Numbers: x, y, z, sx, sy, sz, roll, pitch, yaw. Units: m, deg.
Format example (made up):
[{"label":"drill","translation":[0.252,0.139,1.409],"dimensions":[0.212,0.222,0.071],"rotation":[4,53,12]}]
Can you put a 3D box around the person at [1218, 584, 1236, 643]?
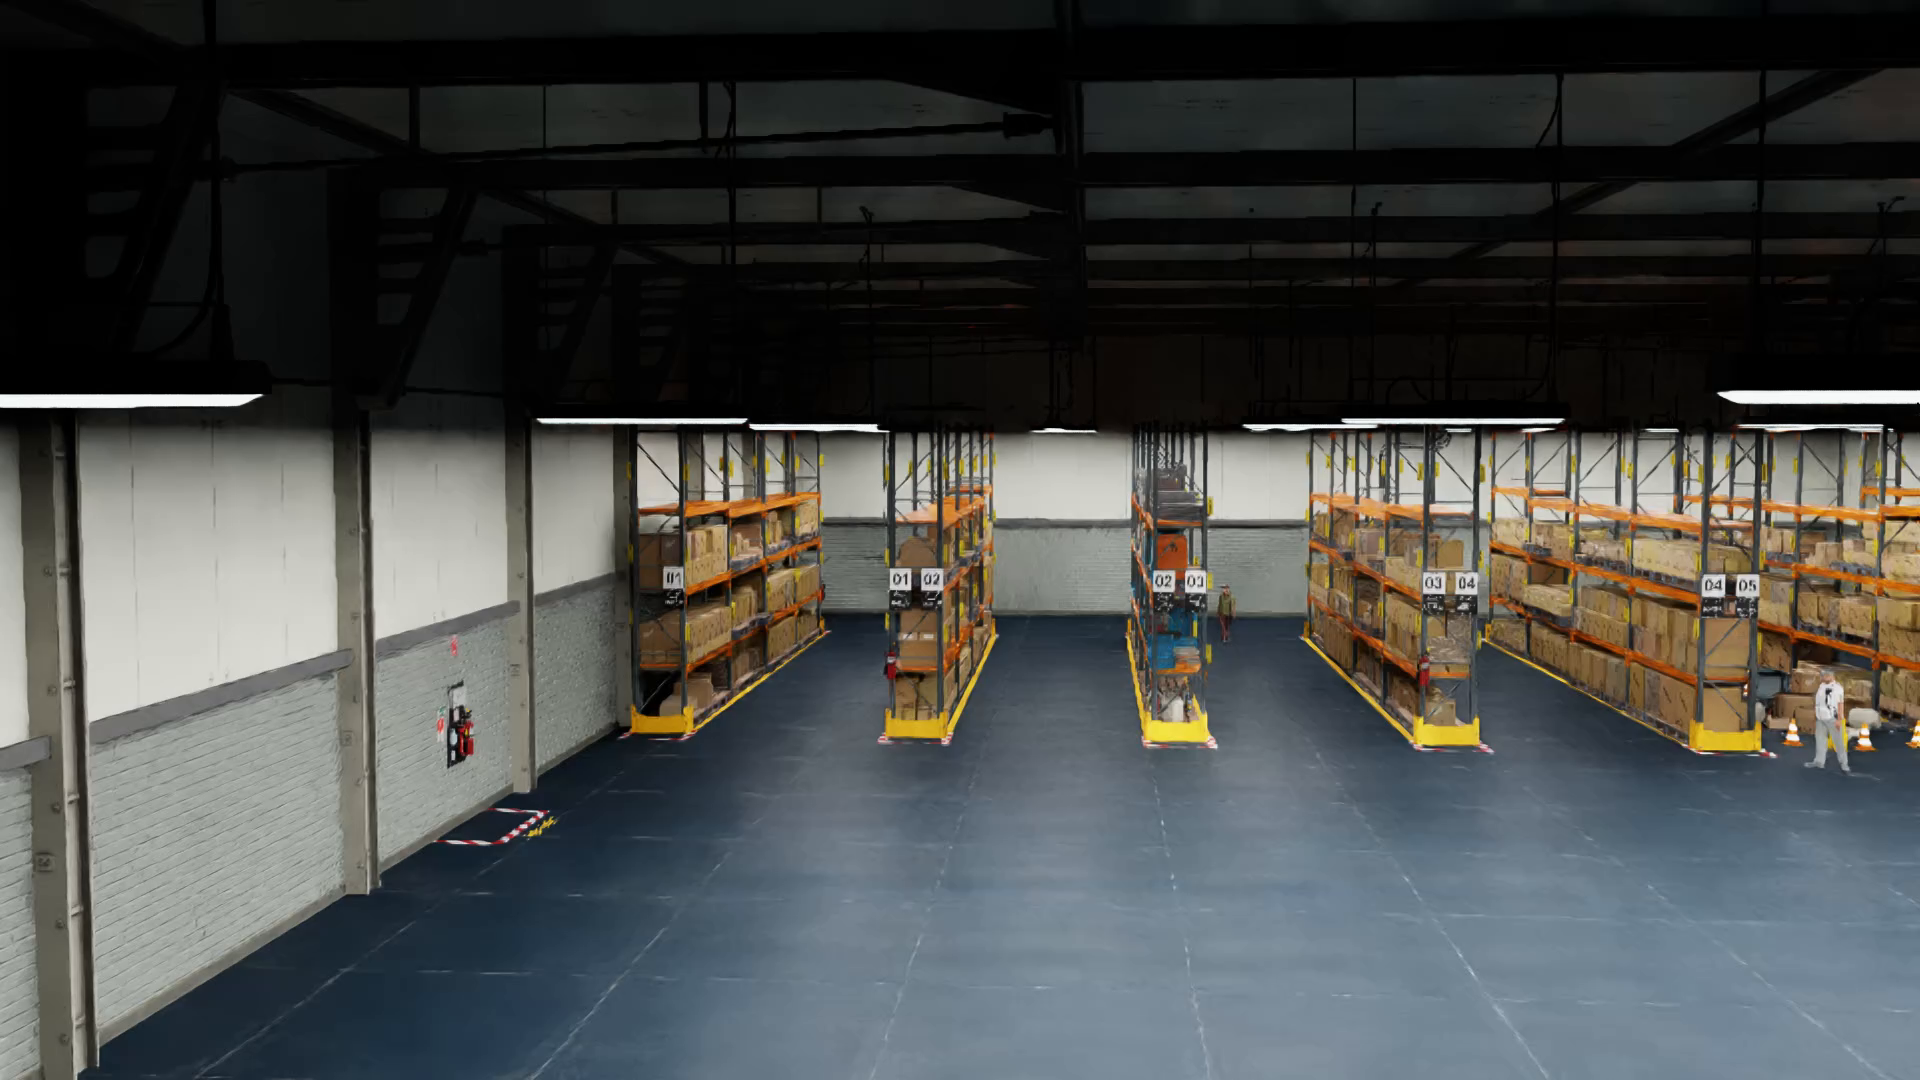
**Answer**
[{"label":"person","translation":[7.354,2.014,45.811],"dimensions":[0.458,1.612,1.019],"rotation":[0,4,4]}]

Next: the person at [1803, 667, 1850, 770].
[{"label":"person","translation":[14.902,3.048,28.476],"dimensions":[0.555,1.747,0.675],"rotation":[-1,4,-13]}]

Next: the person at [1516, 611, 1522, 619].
[{"label":"person","translation":[16.695,1.770,49.611],"dimensions":[0.474,1.618,0.609],"rotation":[-2,4,-27]}]
